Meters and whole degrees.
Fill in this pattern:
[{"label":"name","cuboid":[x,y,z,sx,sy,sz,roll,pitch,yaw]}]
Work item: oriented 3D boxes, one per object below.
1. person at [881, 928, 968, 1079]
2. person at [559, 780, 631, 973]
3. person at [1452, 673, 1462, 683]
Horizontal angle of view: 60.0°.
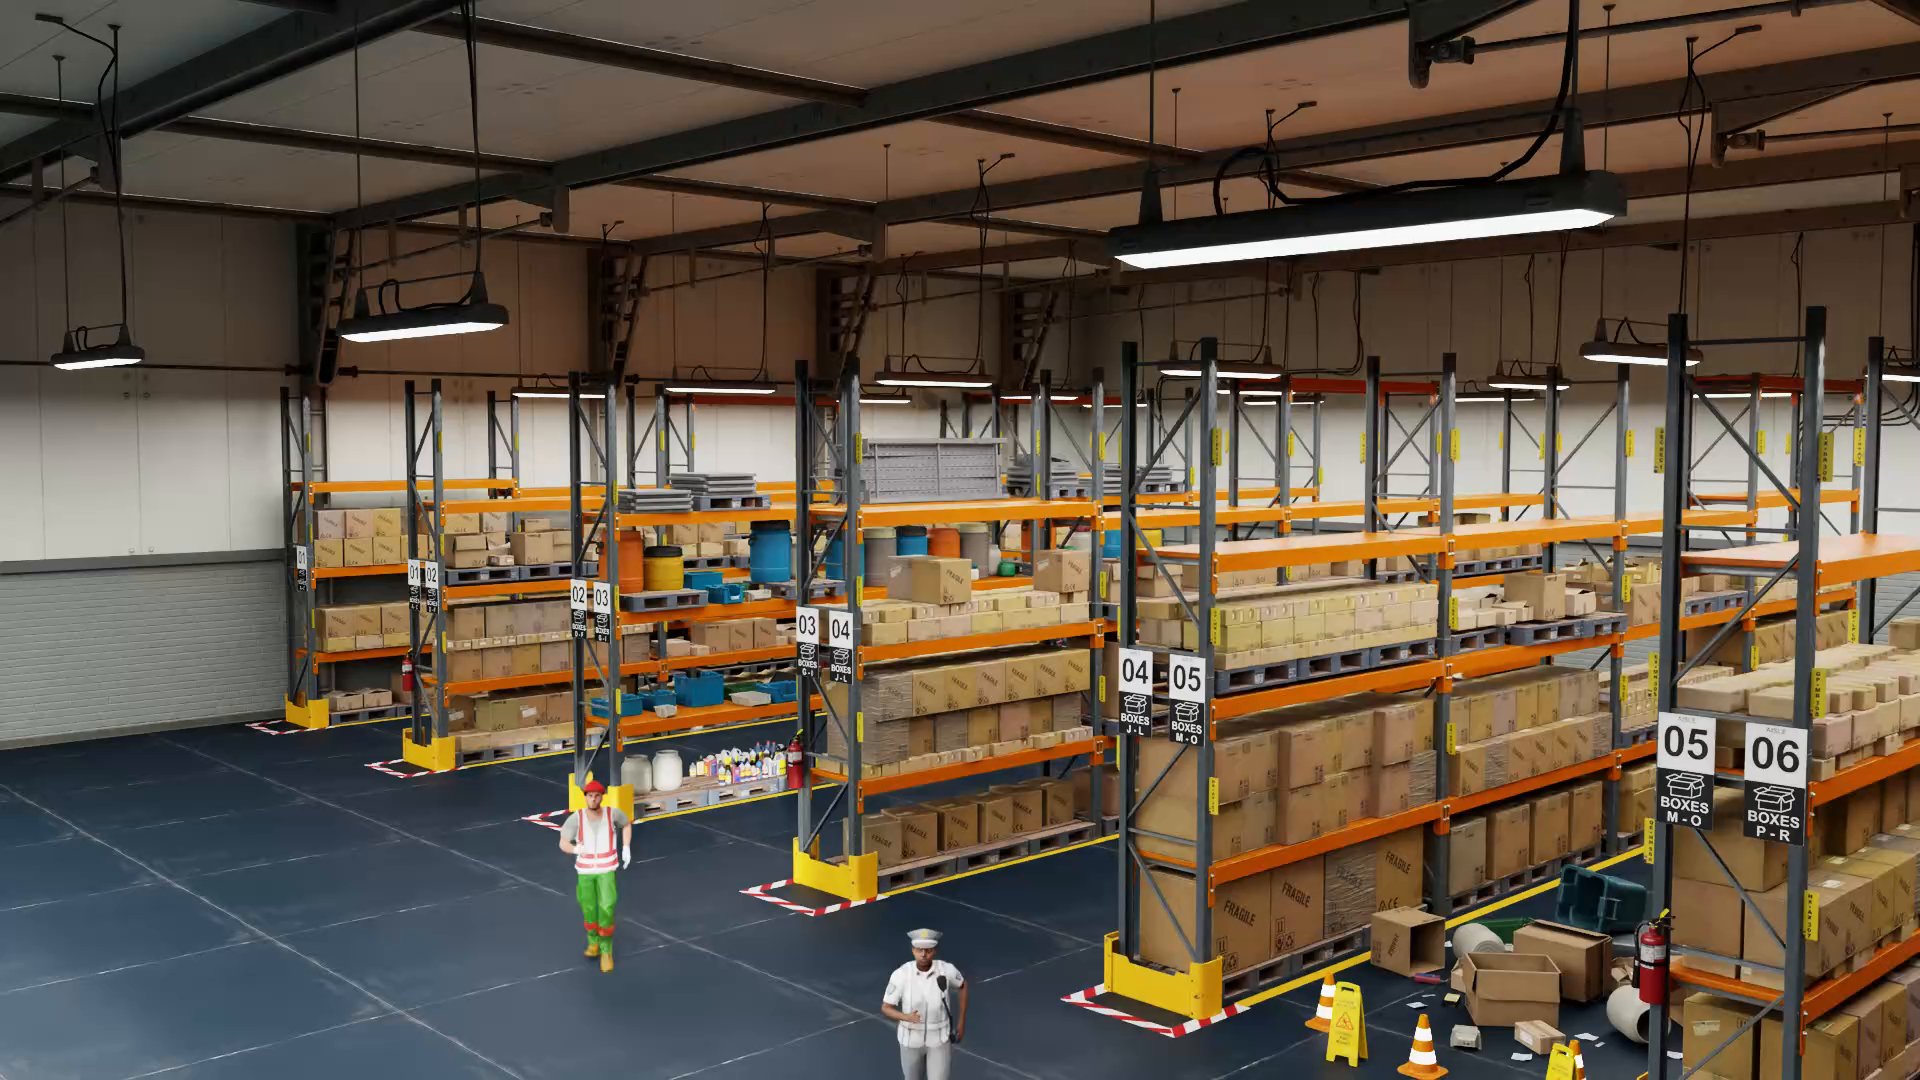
[{"label":"person","cuboid":[-0.248,3.560,11.709,0.603,1.746,0.805,0,4,1]},{"label":"person","cuboid":[-3.531,3.243,16.097,0.664,1.852,0.777,0,4,-7]},{"label":"person","cuboid":[6.977,2.758,23.566,0.650,1.842,0.795,3,5,40]}]
